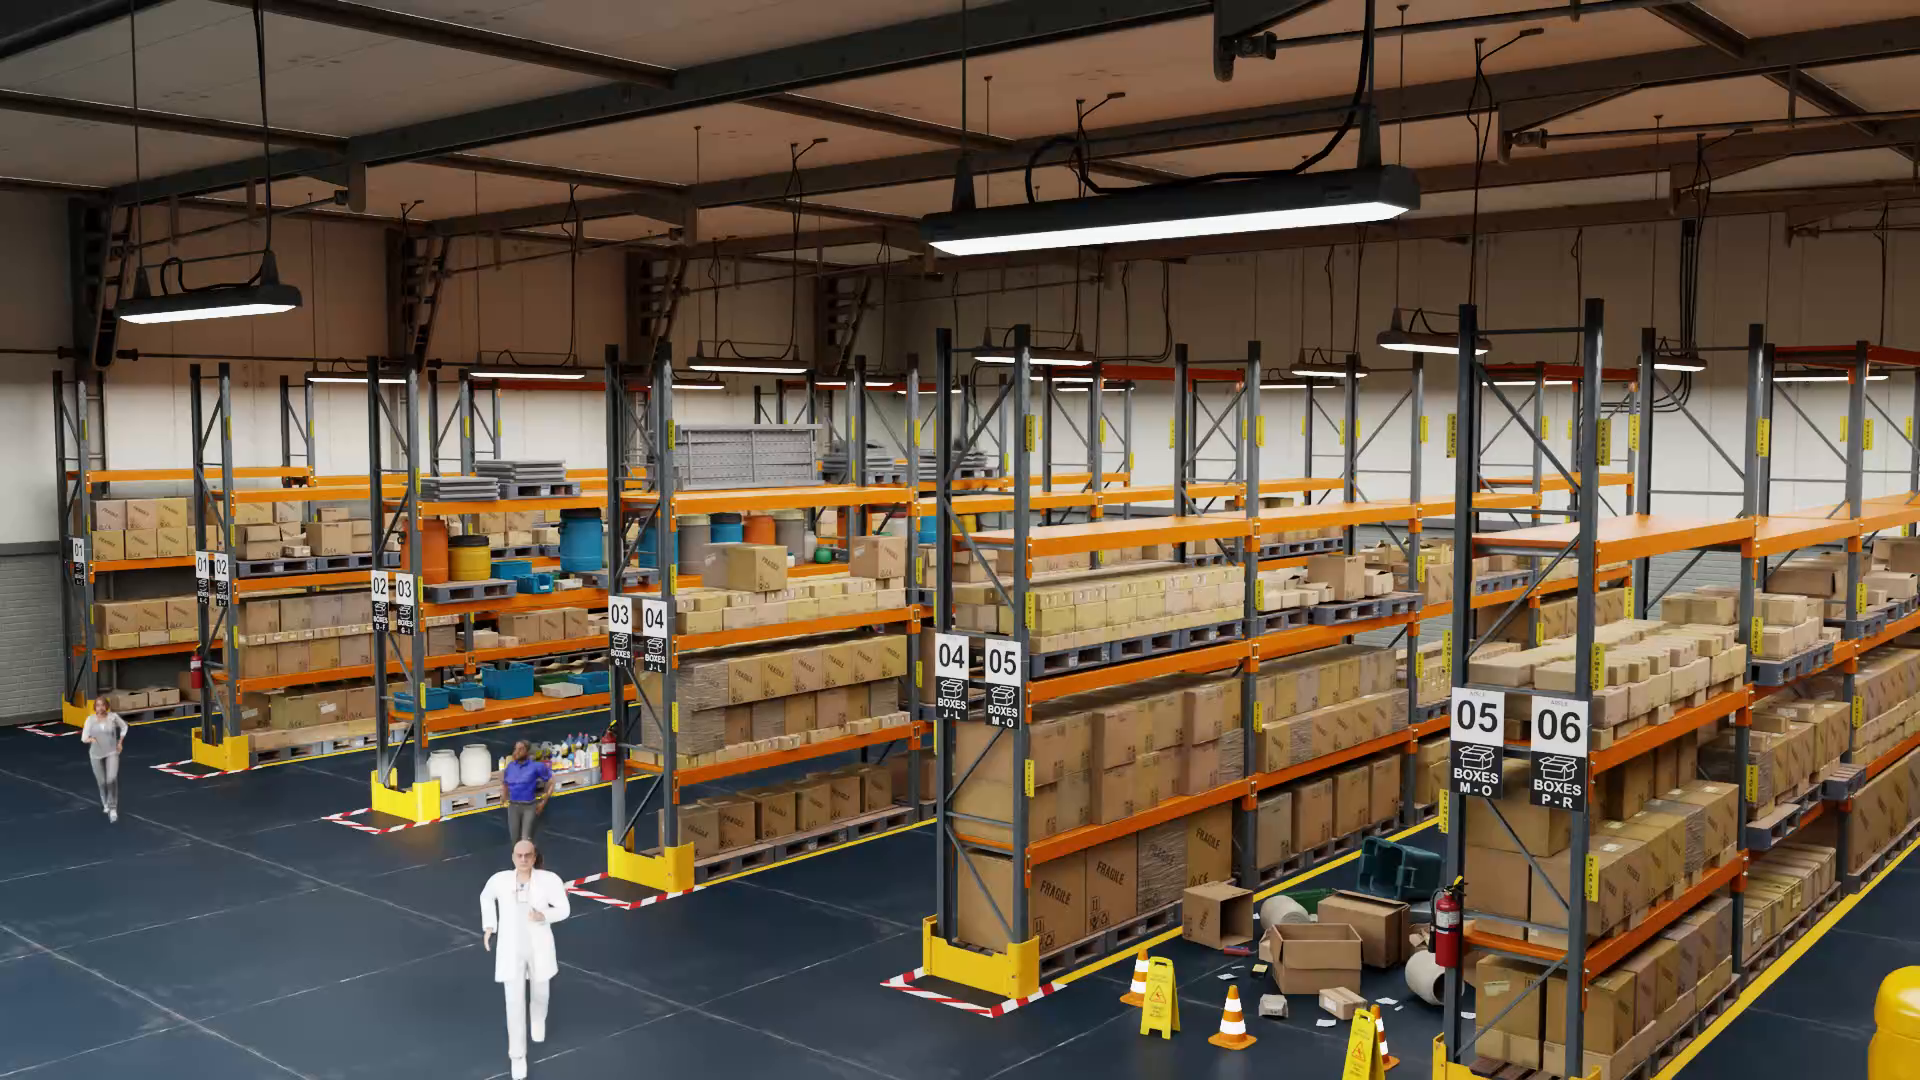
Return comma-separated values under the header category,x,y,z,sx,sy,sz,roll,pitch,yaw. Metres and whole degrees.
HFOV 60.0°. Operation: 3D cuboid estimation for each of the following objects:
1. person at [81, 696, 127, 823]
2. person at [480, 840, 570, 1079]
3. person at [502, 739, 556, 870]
category,x,y,z,sx,sy,sz,roll,pitch,yaw
person,-11.044,2.823,21.470,0.513,1.634,0.702,-2,4,-20
person,-3.485,3.284,13.340,0.701,1.765,1.063,-1,4,-14
person,-4.829,3.020,18.399,0.584,1.628,0.546,1,4,12
